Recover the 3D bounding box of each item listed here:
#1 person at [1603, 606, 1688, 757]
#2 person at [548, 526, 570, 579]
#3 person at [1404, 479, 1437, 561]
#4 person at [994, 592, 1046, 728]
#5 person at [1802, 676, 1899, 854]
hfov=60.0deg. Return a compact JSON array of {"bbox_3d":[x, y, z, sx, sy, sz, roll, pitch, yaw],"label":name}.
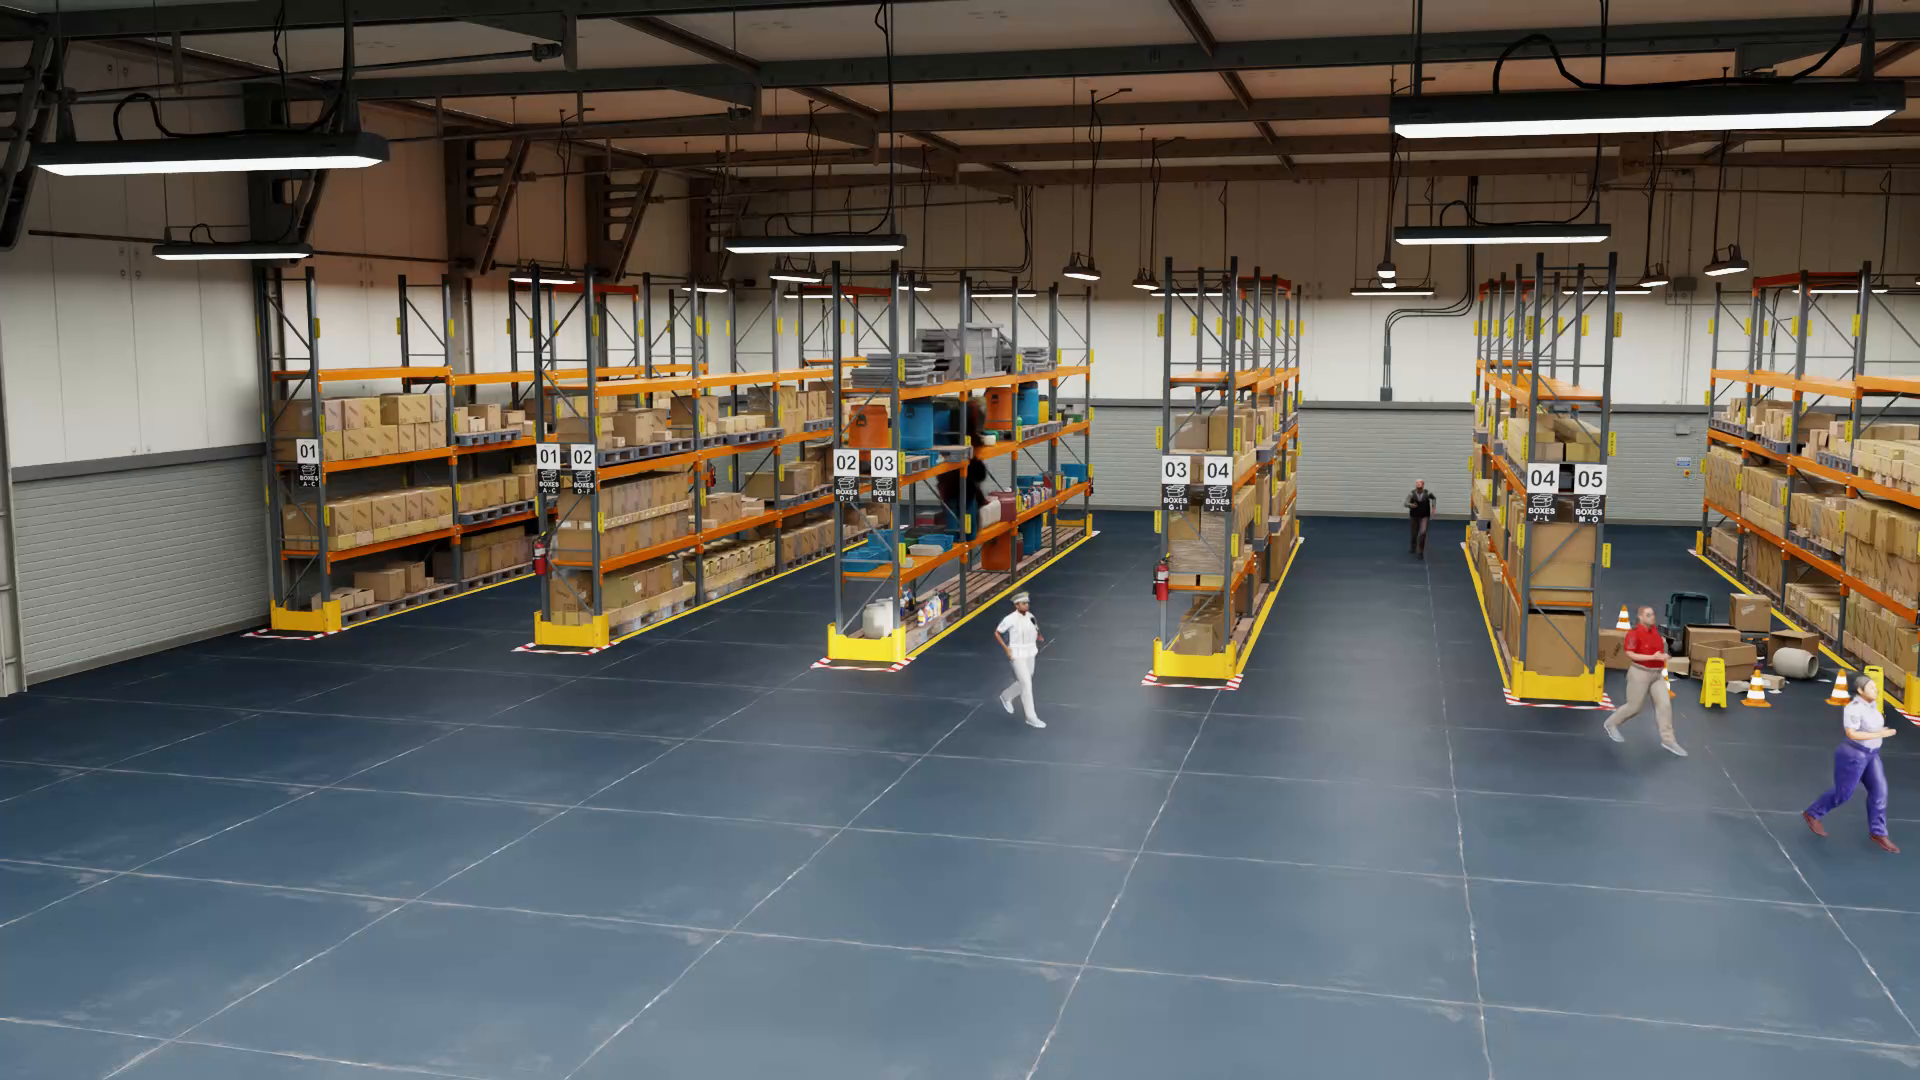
[{"bbox_3d":[8.181,1.638,19.767,0.671,1.712,1.036,-4,8,-27],"label":"person"},{"bbox_3d":[-7.168,0.452,29.907,0.534,1.534,0.565,2,7,14],"label":"person"},{"bbox_3d":[10.076,-0.472,36.444,0.666,1.756,0.945,2,8,19],"label":"person"},{"bbox_3d":[0.783,1.479,21.108,0.581,1.678,0.914,-6,10,-42],"label":"person"},{"bbox_3d":[8.689,2.134,16.145,0.624,1.677,0.874,-5,9,-35],"label":"person"}]
